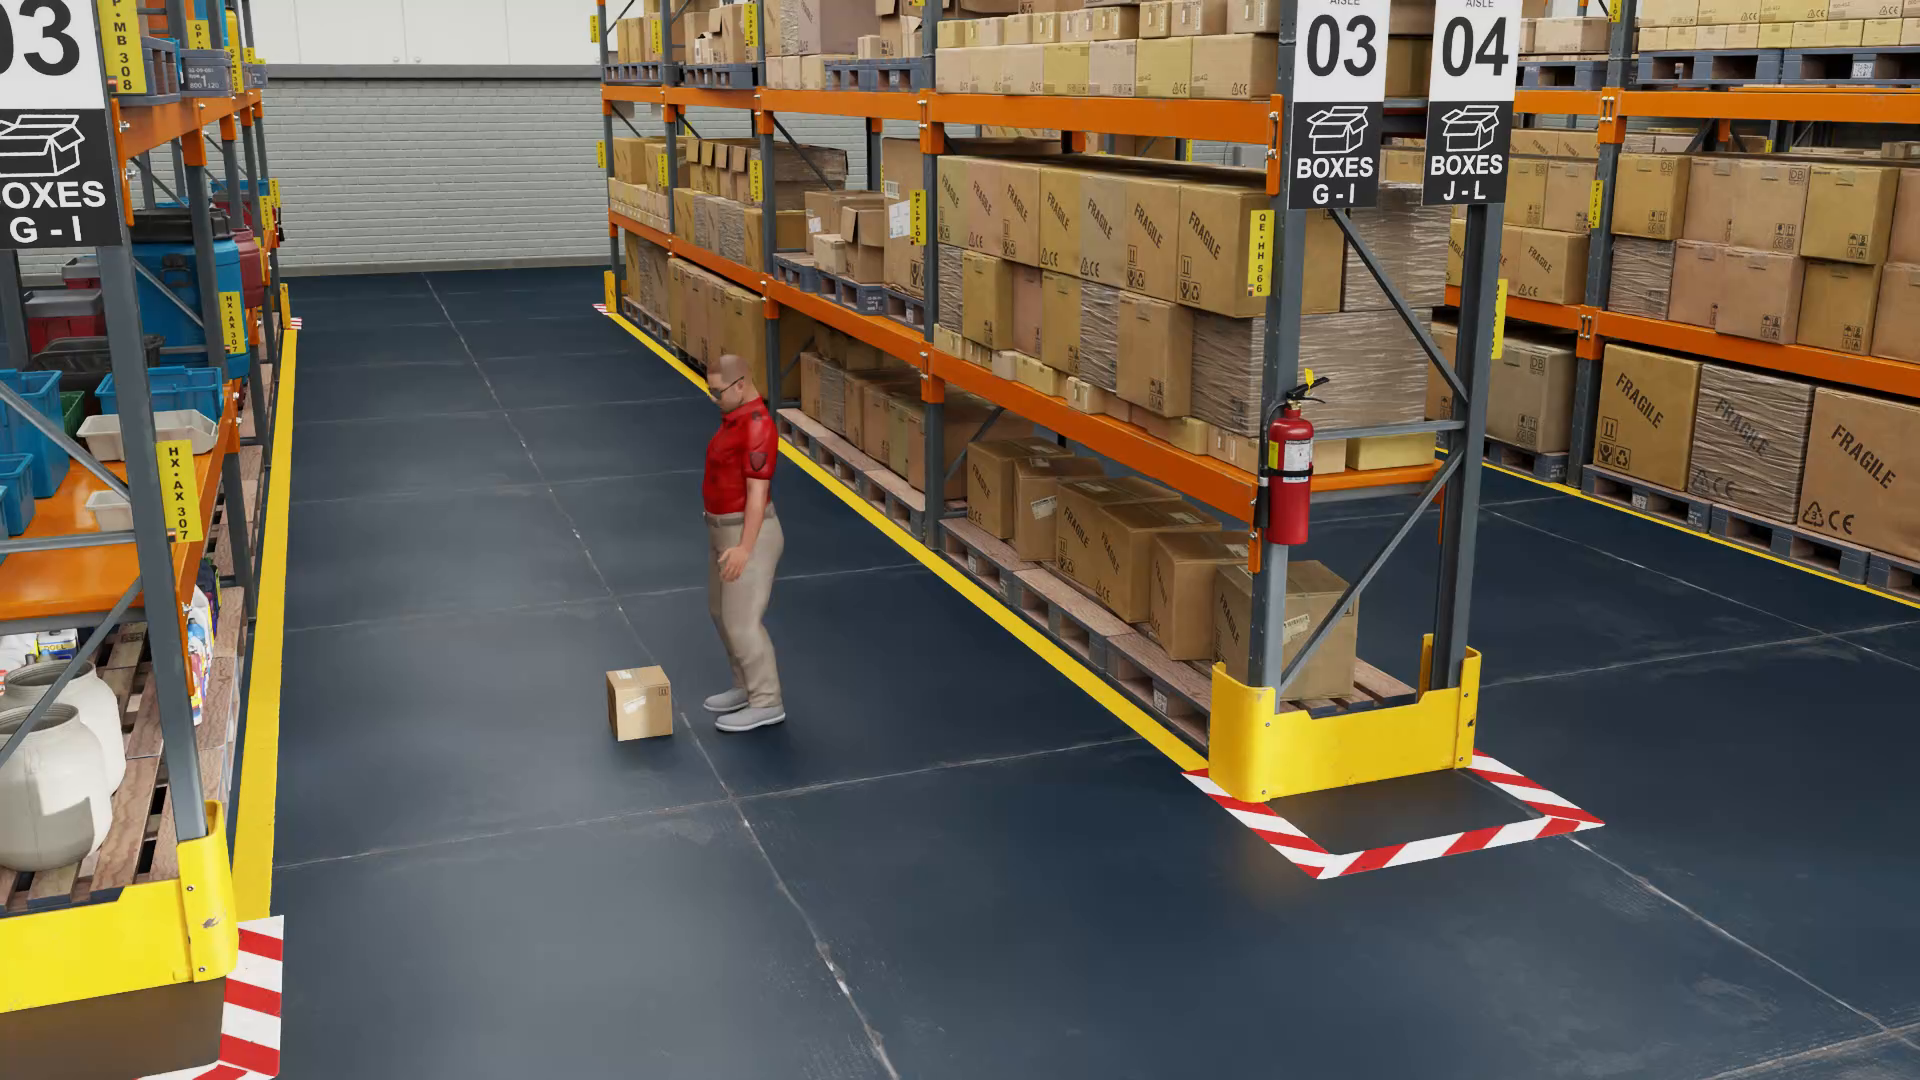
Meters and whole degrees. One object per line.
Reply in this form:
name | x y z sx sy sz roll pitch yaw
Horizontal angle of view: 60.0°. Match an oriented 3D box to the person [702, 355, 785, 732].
person | -0.992 0.008 7.573 0.362 1.718 0.535 -5 16 -19
